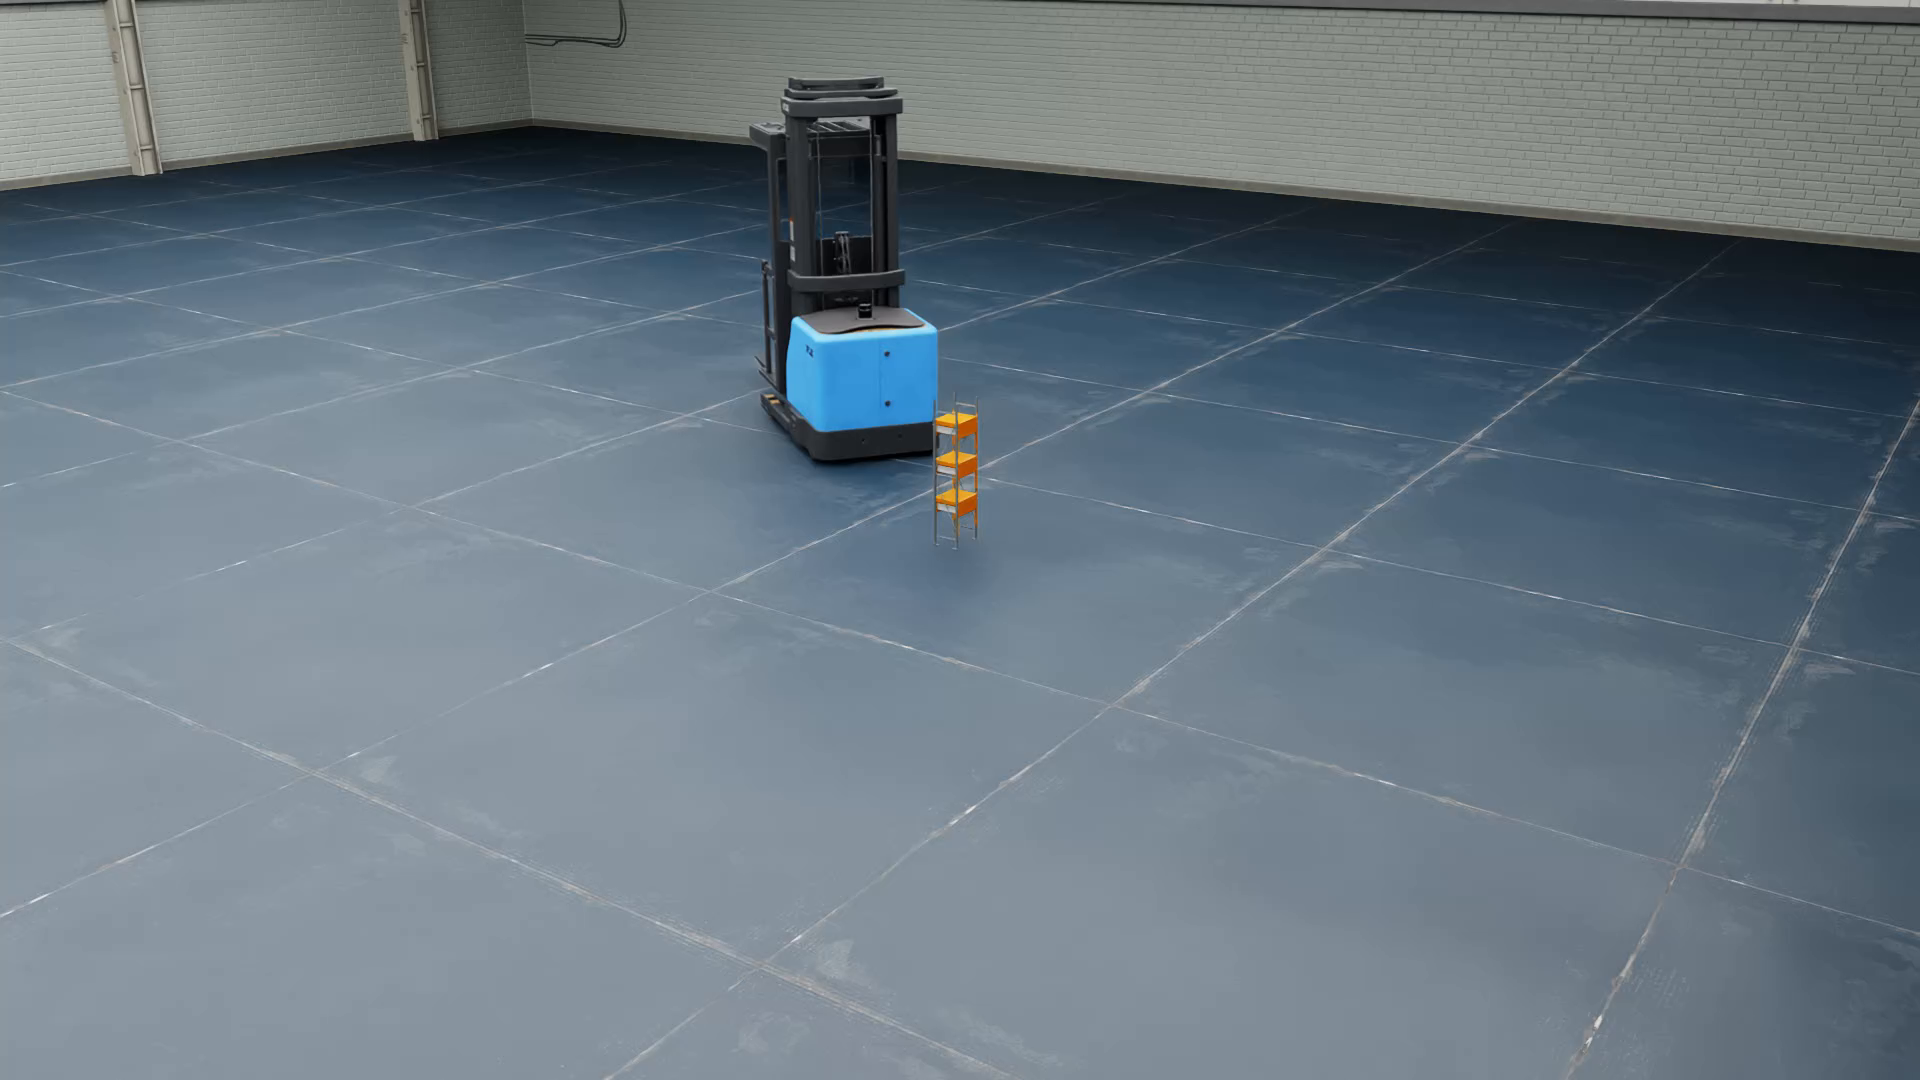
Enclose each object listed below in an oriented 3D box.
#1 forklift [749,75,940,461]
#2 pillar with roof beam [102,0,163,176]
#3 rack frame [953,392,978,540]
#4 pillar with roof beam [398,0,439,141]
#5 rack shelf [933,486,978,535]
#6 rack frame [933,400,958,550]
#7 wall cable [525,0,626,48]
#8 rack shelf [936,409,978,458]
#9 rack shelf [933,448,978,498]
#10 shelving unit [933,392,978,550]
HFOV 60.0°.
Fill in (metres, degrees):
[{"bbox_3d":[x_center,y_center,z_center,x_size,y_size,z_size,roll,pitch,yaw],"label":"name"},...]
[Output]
[{"bbox_3d":[-1.135,-2.485,14.259,1.130,2.935,3.031,-7,21,-18],"label":"forklift"},{"bbox_3d":[-10.644,-9.783,25.242,9.100,9.000,0.400,13,24,32],"label":"pillar with roof beam"},{"bbox_3d":[0.038,-0.512,11.636,0.200,1.050,0.008,13,24,32],"label":"rack frame"},{"bbox_3d":[-7.271,-11.505,29.896,9.100,9.000,0.400,13,24,32],"label":"pillar with roof beam"},{"bbox_3d":[-0.030,-0.206,11.641,0.215,0.259,0.240,13,24,32],"label":"rack shelf"},{"bbox_3d":[-0.099,-0.442,11.447,0.200,1.050,0.008,13,24,32],"label":"rack frame"},{"bbox_3d":[-8.082,-11.475,34.292,3.097,2.526,0.112,13,24,32],"label":"wall cable"},{"bbox_3d":[-0.030,-0.733,11.447,0.215,0.259,0.240,13,24,32],"label":"rack shelf"},{"bbox_3d":[-0.030,-0.467,11.545,0.215,0.259,0.240,13,24,32],"label":"rack shelf"},{"bbox_3d":[-0.030,-0.477,11.541,0.215,1.050,0.252,13,24,32],"label":"shelving unit"}]
